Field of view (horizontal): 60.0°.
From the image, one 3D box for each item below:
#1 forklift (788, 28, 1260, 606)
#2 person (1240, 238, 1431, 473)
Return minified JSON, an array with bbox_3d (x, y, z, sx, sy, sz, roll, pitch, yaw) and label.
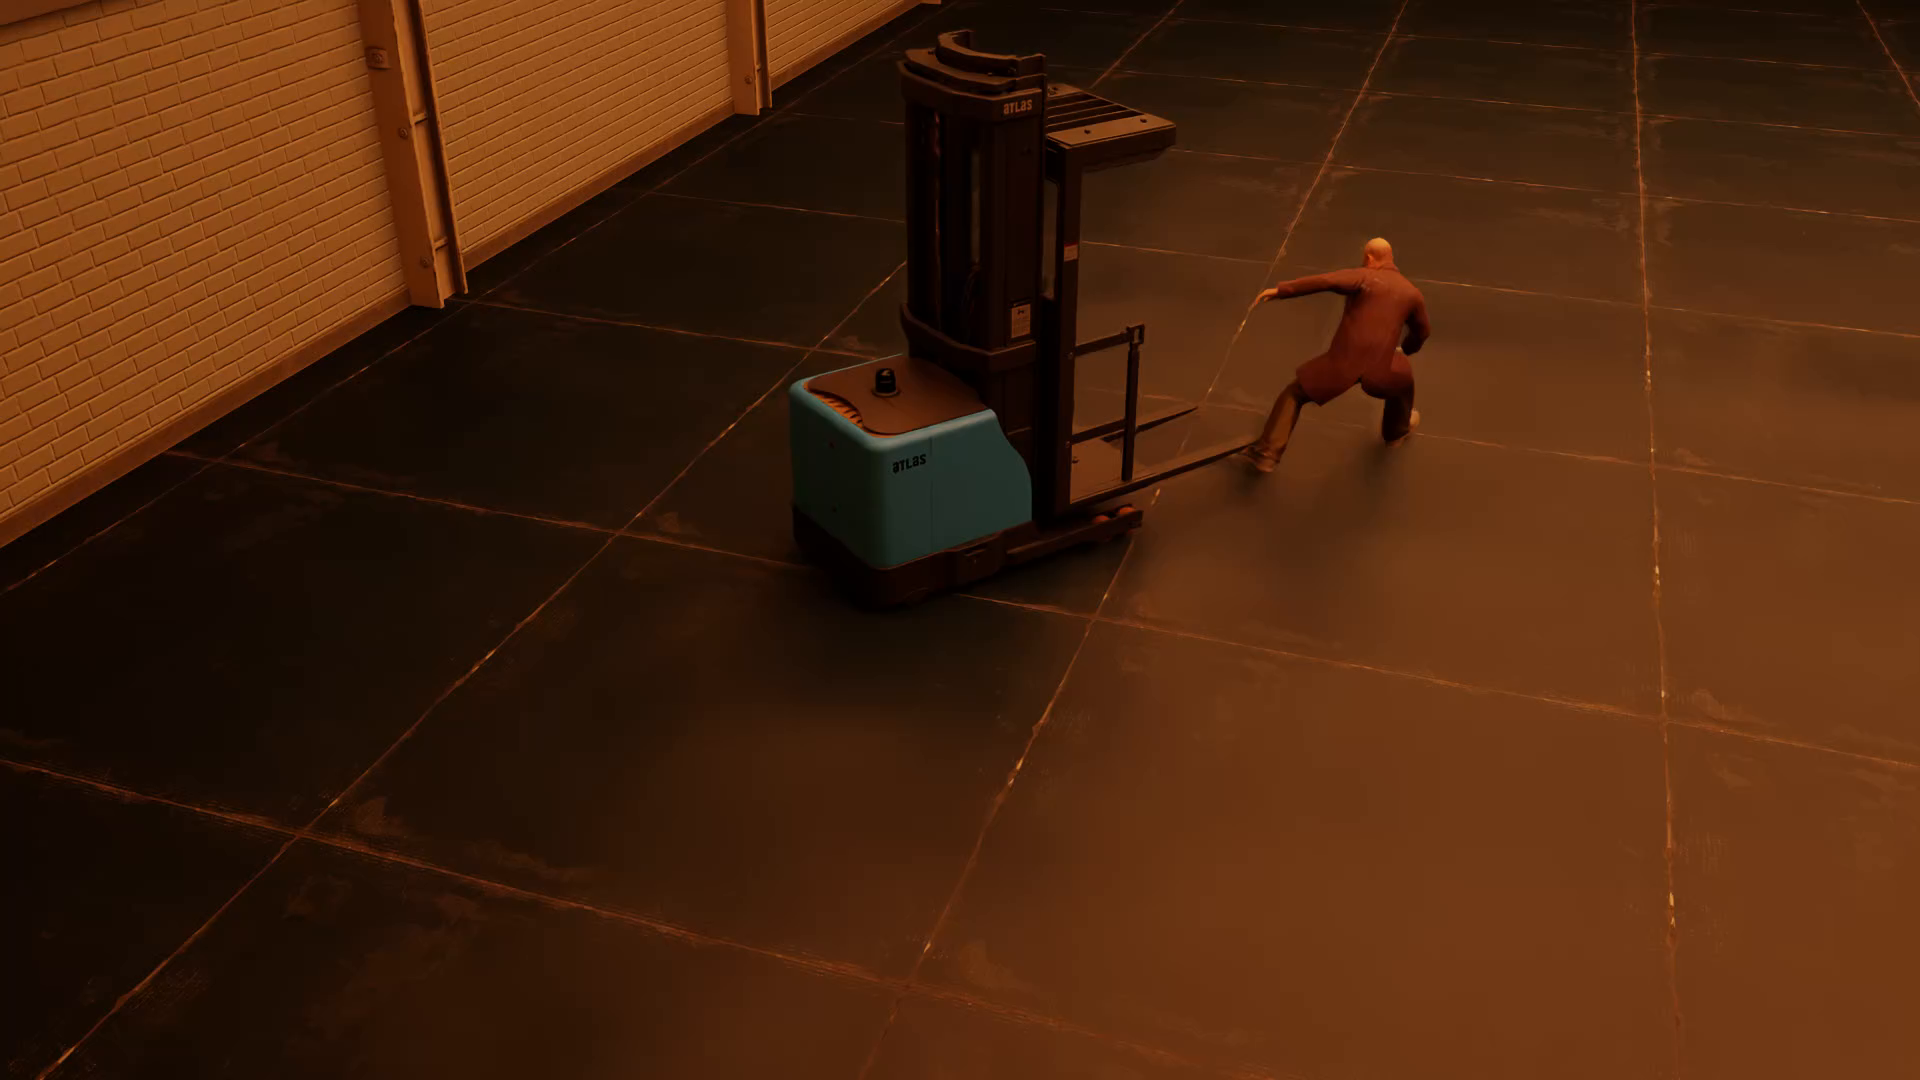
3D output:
[{"bbox_3d":[0.508,-1.454,9.687,3.031,2.935,1.130,-18,34,-29],"label":"forklift"},{"bbox_3d":[2.487,-1.171,10.705,1.293,1.467,0.807,0,30,0],"label":"person"}]
